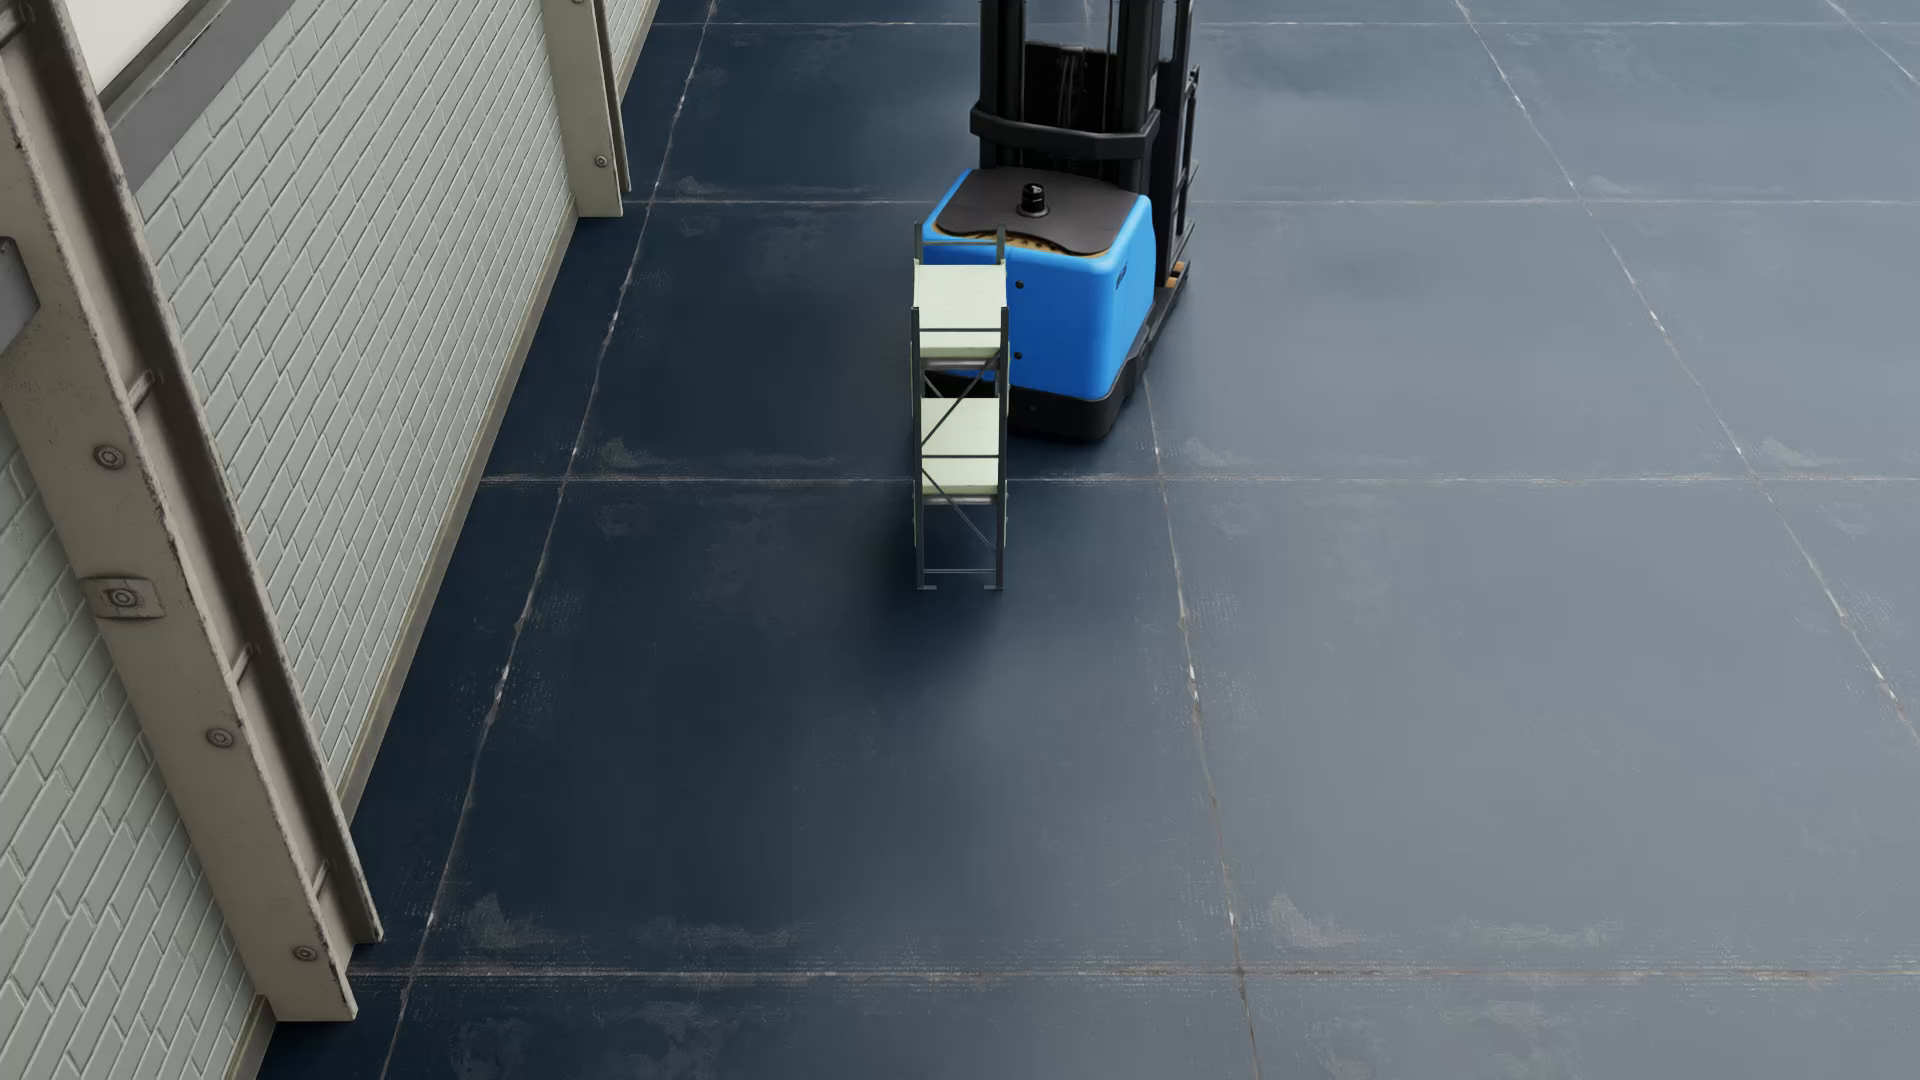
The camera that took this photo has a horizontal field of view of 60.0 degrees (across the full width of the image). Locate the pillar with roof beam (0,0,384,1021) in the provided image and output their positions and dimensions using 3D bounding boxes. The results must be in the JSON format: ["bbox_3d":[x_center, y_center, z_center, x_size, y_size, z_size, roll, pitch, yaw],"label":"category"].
[{"bbox_3d":[2.009,-1.940,3.220,9.100,9.000,0.400,0,39,0],"label":"pillar with roof beam"}]

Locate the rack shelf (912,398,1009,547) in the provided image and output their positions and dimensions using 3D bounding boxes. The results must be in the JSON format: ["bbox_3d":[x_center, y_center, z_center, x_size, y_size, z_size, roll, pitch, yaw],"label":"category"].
[{"bbox_3d":[0.000,-0.335,7.736,0.431,0.370,0.720,0,39,0],"label":"rack shelf"}]

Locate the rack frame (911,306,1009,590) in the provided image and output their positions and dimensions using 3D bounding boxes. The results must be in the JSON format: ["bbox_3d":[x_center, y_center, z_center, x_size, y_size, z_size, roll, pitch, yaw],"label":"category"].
[{"bbox_3d":[0.000,-0.361,7.246,0.400,1.500,0.023,0,39,0],"label":"rack frame"}]

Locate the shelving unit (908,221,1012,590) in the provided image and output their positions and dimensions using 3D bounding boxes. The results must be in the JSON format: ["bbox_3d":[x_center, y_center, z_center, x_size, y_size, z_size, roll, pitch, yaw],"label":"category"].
[{"bbox_3d":[0.000,-0.589,7.532,0.431,1.500,0.755,0,39,0],"label":"shelving unit"}]

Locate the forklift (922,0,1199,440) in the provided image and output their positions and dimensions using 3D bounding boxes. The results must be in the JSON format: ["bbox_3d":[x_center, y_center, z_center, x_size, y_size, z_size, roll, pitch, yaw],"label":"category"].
[{"bbox_3d":[0.722,-2.584,8.877,1.130,2.935,3.031,12,40,15],"label":"forklift"}]

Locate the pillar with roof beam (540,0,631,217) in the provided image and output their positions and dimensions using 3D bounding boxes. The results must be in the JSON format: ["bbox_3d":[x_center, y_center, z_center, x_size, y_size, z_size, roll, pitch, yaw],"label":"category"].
[{"bbox_3d":[2.002,-5.692,7.902,9.100,9.000,0.400,0,39,0],"label":"pillar with roof beam"}]

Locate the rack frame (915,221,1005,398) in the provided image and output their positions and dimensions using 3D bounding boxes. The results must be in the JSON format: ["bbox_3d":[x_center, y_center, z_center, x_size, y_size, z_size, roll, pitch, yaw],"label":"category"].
[{"bbox_3d":[0.000,-0.818,7.817,0.400,1.500,0.023,0,39,0],"label":"rack frame"}]

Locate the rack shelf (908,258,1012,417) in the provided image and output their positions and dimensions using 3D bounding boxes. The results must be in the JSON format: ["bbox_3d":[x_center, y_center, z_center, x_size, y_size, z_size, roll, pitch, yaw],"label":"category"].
[{"bbox_3d":[0.000,-0.894,7.288,0.431,0.370,0.720,0,39,0],"label":"rack shelf"}]
